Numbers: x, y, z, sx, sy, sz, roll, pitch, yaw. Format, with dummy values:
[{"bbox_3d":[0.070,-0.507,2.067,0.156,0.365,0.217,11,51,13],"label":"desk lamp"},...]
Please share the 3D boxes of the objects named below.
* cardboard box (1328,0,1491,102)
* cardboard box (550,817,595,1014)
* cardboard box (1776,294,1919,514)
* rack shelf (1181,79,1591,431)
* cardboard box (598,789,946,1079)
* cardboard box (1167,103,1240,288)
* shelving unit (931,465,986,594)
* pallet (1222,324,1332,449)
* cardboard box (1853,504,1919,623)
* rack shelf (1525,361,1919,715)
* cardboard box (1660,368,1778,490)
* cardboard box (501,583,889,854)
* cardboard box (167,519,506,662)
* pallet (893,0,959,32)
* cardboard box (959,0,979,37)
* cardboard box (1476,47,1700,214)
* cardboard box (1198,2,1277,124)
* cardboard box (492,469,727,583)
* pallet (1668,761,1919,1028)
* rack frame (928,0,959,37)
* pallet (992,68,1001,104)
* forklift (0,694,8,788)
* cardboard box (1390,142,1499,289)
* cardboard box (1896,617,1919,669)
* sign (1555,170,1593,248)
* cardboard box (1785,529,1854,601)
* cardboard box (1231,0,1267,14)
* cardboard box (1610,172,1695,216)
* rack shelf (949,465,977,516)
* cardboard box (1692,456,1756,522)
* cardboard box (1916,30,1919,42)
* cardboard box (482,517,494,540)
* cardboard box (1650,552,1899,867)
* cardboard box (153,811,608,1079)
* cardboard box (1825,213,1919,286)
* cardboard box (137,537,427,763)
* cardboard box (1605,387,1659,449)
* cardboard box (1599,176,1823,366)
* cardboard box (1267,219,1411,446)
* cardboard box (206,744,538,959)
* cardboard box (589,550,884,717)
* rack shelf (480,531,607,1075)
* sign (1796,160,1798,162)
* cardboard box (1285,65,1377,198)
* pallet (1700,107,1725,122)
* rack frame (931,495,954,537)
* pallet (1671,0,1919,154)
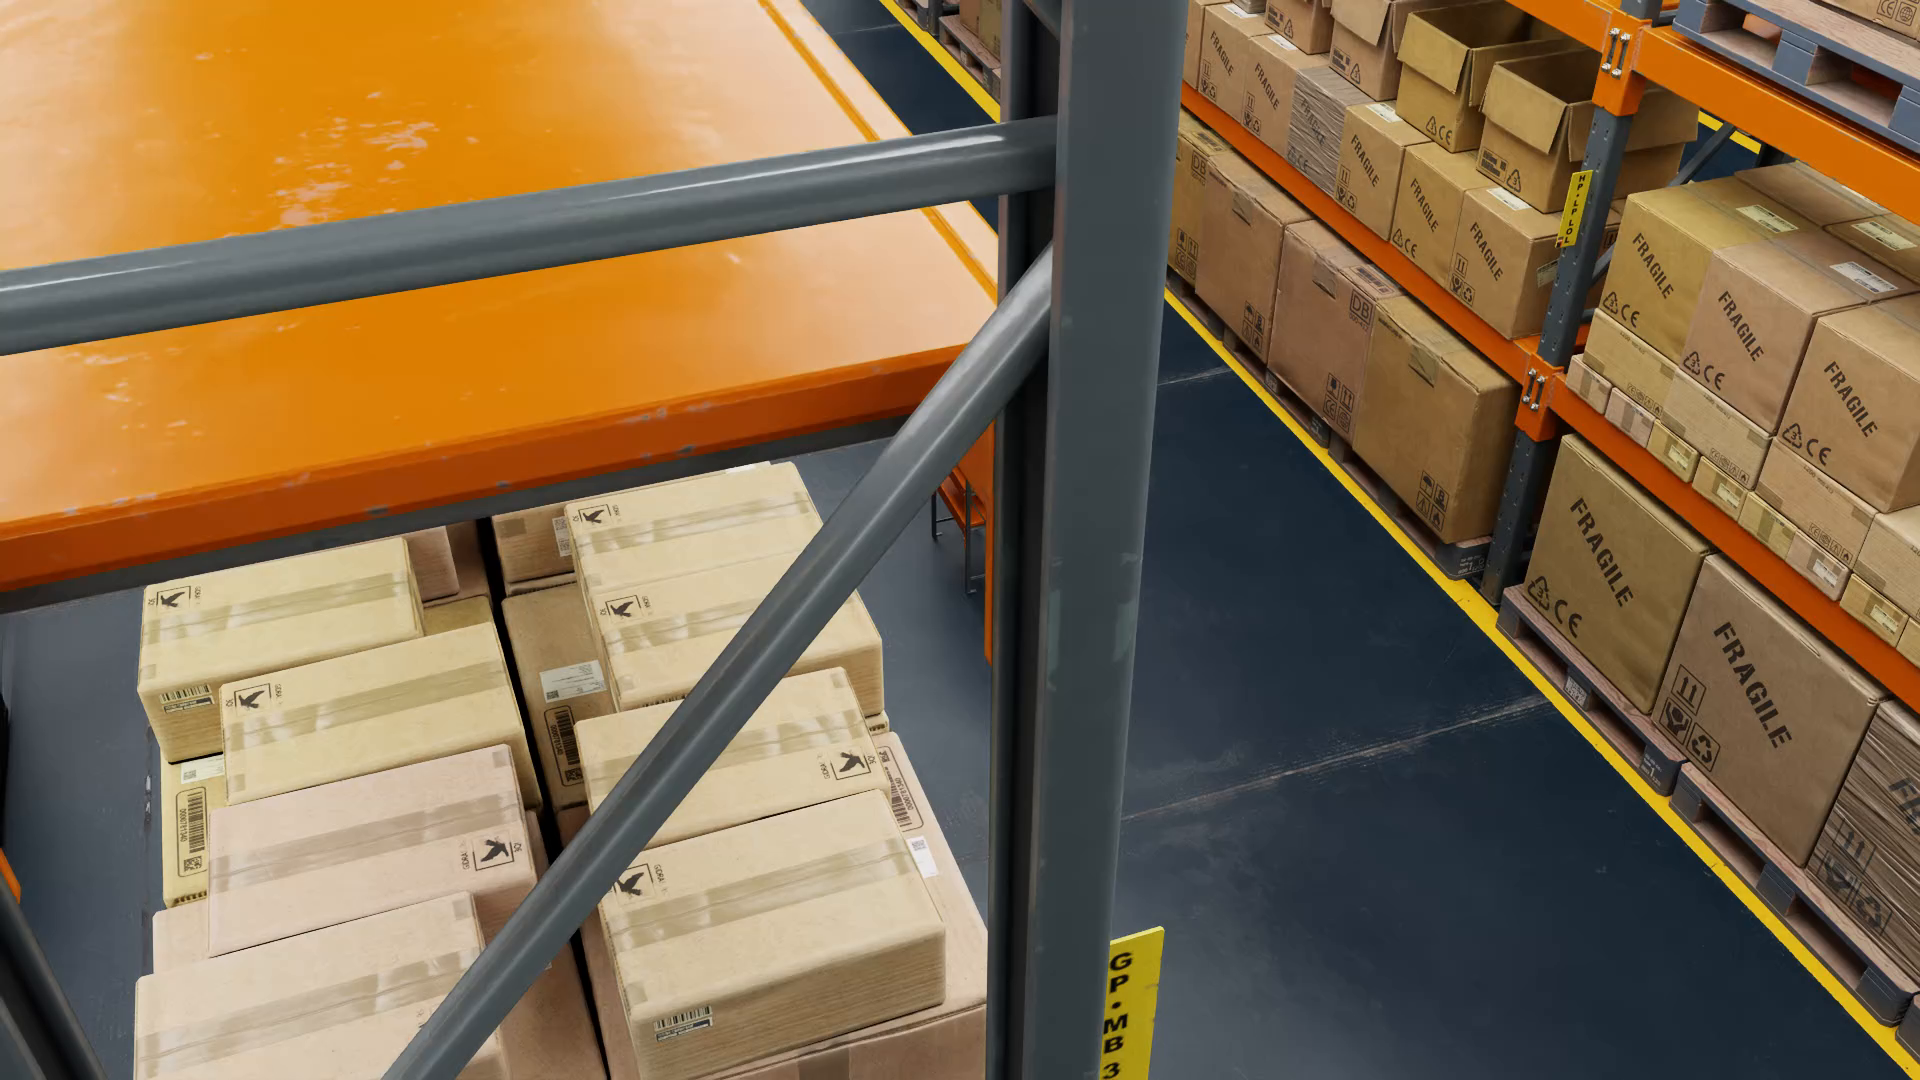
[{"bbox_3d":[2.295,-2.553,8.290,0.797,0.503,0.637,-11,38,-14],"label":"cardboard box"},{"bbox_3d":[-0.430,0.471,2.824,0.500,0.250,0.500,-11,38,-14],"label":"cardboard box"},{"bbox_3d":[3.247,-0.478,5.706,0.500,0.500,0.500,-14,39,-17],"label":"cardboard box"},{"bbox_3d":[2.289,-1.858,8.882,1.077,0.370,4.000,-12,39,-16],"label":"rack shelf"},{"bbox_3d":[-0.236,0.486,2.056,0.380,0.149,0.250,-13,39,-16],"label":"cardboard box"},{"bbox_3d":[1.818,-2.200,10.155,1.225,0.875,0.875,-14,39,-18],"label":"cardboard box"},{"bbox_3d":[0.057,-0.386,7.825,0.258,1.200,0.503,-12,39,-16],"label":"shelving unit"},{"bbox_3d":[2.217,-1.012,9.479,1.003,0.211,1.213,-12,39,-16],"label":"pallet"},{"bbox_3d":[3.405,0.099,5.564,0.500,0.250,0.500,-12,39,-16],"label":"cardboard box"},{"bbox_3d":[3.665,0.402,5.882,1.077,0.370,4.000,-12,39,-16],"label":"rack shelf"},{"bbox_3d":[3.059,-0.473,6.323,0.500,0.250,0.500,-13,39,-16],"label":"cardboard box"},{"bbox_3d":[-0.426,0.279,2.662,0.500,0.250,0.500,-13,39,-17],"label":"cardboard box"},{"bbox_3d":[-1.087,0.090,2.914,0.500,0.250,0.500,-12,39,-15],"label":"cardboard box"},{"bbox_3d":[-0.040,-4.793,14.498,1.003,0.211,1.213,-12,39,-16],"label":"pallet"},{"bbox_3d":[0.415,-4.361,13.319,0.700,0.500,0.500,-15,40,-19],"label":"cardboard box"},{"bbox_3d":[2.749,-1.815,7.311,0.797,0.503,0.637,-13,39,-17],"label":"cardboard box"},{"bbox_3d":[1.692,-2.693,9.310,0.500,0.500,0.500,-13,39,-17],"label":"cardboard box"},{"bbox_3d":[-0.603,-0.091,2.822,0.380,0.149,0.250,-11,38,-15],"label":"cardboard box"},{"bbox_3d":[3.589,1.234,6.496,1.003,0.211,1.213,-12,39,-16],"label":"pallet"},{"bbox_3d":[0.224,-5.535,13.165,1.000,3.000,0.127,-12,39,-16],"label":"rack frame"},{"bbox_3d":[0.917,-3.291,12.504,1.003,0.211,1.213,-12,39,-16],"label":"pallet"},{"bbox_3d":[-4.526,-0.068,5.964,1.130,2.935,3.031,-14,39,-18],"label":"forklift"},{"bbox_3d":[2.396,-1.544,7.784,0.500,0.500,0.500,-11,38,-15],"label":"cardboard box"},{"bbox_3d":[3.396,0.348,5.564,0.380,0.149,0.250,-12,39,-15],"label":"cardboard box"},{"bbox_3d":[2.471,-1.329,6.685,0.100,0.325,0.005,-12,39,-16],"label":"sign"},{"bbox_3d":[3.213,0.053,5.956,0.380,0.149,0.250,-12,39,-15],"label":"cardboard box"},{"bbox_3d":[1.837,-3.300,9.281,0.797,0.503,0.637,-11,38,-14],"label":"cardboard box"},{"bbox_3d":[3.053,-1.367,7.549,0.500,0.500,0.500,-12,39,-16],"label":"cardboard box"},{"bbox_3d":[0.057,-0.332,7.866,0.258,0.148,0.480,-12,39,-16],"label":"rack shelf"},{"bbox_3d":[3.040,-0.234,6.337,0.380,0.149,0.250,-13,39,-17],"label":"cardboard box"},{"bbox_3d":[3.483,-1.727,5.102,0.700,0.500,0.500,-11,38,-14],"label":"cardboard box"},{"bbox_3d":[-0.787,-0.111,3.597,0.500,0.250,0.500,-13,39,-16],"label":"cardboard box"},{"bbox_3d":[3.439,0.563,6.487,0.875,0.875,0.875,-12,39,-16],"label":"cardboard box"},{"bbox_3d":[-0.736,0.668,2.146,0.500,0.250,0.500,-14,39,-17],"label":"cardboard box"},{"bbox_3d":[3.555,-0.886,6.248,0.500,0.500,0.500,-12,39,-15],"label":"cardboard box"},{"bbox_3d":[-1.003,0.158,2.492,0.380,0.149,0.250,-12,39,-15],"label":"cardboard box"},{"bbox_3d":[2.857,-0.531,6.731,0.380,0.149,0.250,-14,39,-17],"label":"cardboard box"},{"bbox_3d":[2.902,-1.051,6.466,0.500,0.500,0.500,-12,39,-16],"label":"cardboard box"},{"bbox_3d":[2.430,-1.197,8.823,1.225,0.875,0.875,-14,39,-18],"label":"cardboard box"},{"bbox_3d":[-0.742,0.435,2.125,0.380,0.149,0.250,-12,39,-15],"label":"cardboard box"},{"bbox_3d":[-0.332,0.170,2.476,0.380,0.149,0.250,-12,39,-16],"label":"cardboard box"},{"bbox_3d":[-1.027,0.173,3.692,1.077,0.370,4.000,-12,39,-16],"label":"rack shelf"},{"bbox_3d":[3.497,-1.509,7.035,0.100,0.325,0.005,-12,39,-16],"label":"sign"},{"bbox_3d":[2.041,-2.122,8.551,0.500,0.500,0.500,-12,39,-16],"label":"cardboard box"},{"bbox_3d":[6.021,-3.633,12.958,1.003,0.211,1.213,-12,39,-16],"label":"pallet"},{"bbox_3d":[-0.027,-0.524,8.008,0.240,1.200,0.015,-12,39,-16],"label":"rack frame"},{"bbox_3d":[3.249,-1.714,5.673,1.003,0.211,1.213,-12,39,-16],"label":"pallet"}]
